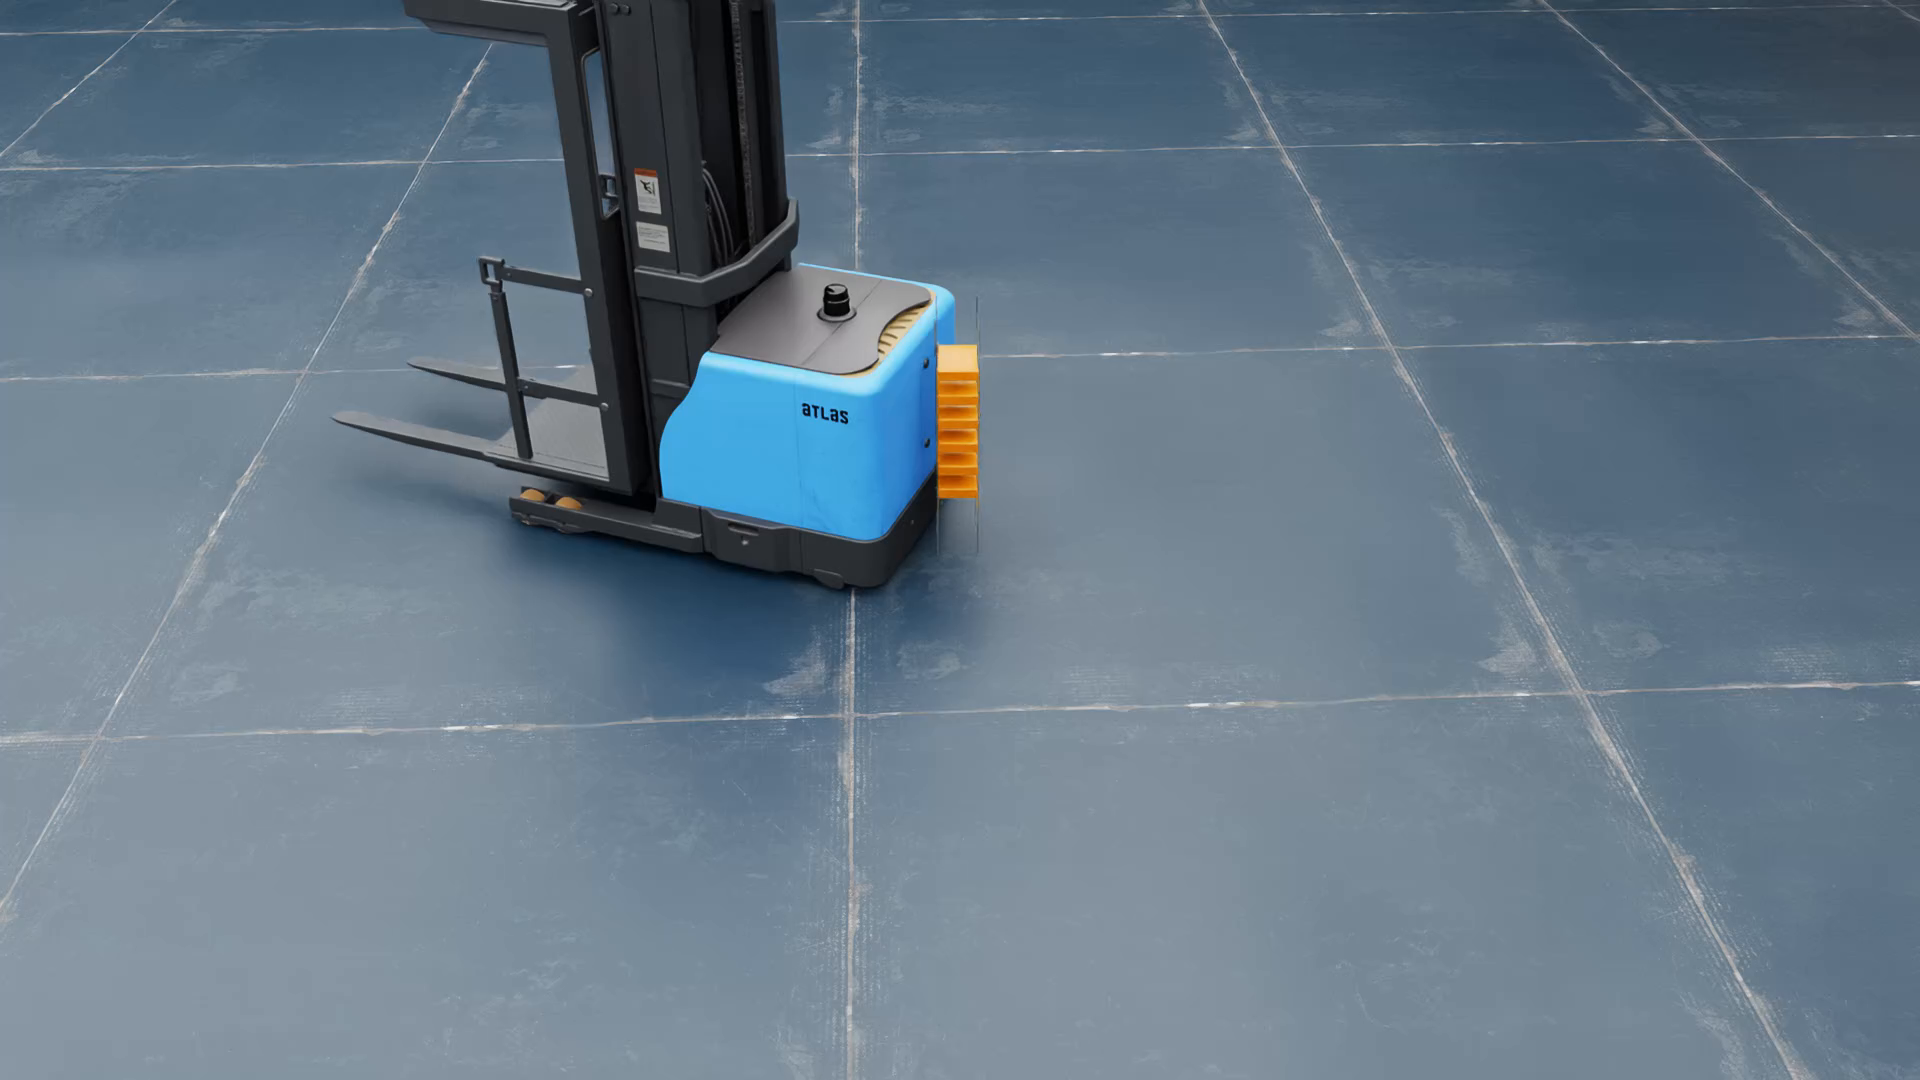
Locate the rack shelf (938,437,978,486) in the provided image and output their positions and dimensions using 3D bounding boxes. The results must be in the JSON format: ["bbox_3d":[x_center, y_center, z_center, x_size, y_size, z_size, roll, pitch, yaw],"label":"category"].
[{"bbox_3d":[-0.009,-0.356,7.499,0.180,0.103,0.258,0,35,0],"label":"rack shelf"}]

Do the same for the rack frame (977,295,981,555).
[{"bbox_3d":[0.082,-0.492,7.406,0.006,1.200,0.240,0,35,0],"label":"rack frame"}]

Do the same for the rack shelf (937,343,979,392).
[{"bbox_3d":[-0.009,-0.751,7.226,0.180,0.103,0.258,0,35,0],"label":"rack shelf"}]

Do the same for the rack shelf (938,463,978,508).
[{"bbox_3d":[-0.009,-0.257,7.567,0.180,0.103,0.258,0,35,0],"label":"rack shelf"}]

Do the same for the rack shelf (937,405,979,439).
[{"bbox_3d":[-0.009,-0.553,7.362,0.180,0.103,0.258,0,35,0],"label":"rack shelf"}]

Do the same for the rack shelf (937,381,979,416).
[{"bbox_3d":[-0.009,-0.652,7.294,0.180,0.103,0.258,0,35,0],"label":"rack shelf"}]

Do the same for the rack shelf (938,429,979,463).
[{"bbox_3d":[-0.009,-0.455,7.431,0.180,0.103,0.258,0,35,0],"label":"rack shelf"}]

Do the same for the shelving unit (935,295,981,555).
[{"bbox_3d":[-0.009,-0.491,7.405,0.189,1.200,0.258,0,35,0],"label":"shelving unit"}]

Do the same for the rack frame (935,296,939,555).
[{"bbox_3d":[-0.101,-0.491,7.405,0.006,1.200,0.240,0,35,0],"label":"rack frame"}]

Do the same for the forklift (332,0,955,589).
[{"bbox_3d":[-1.580,-1.503,7.346,3.031,2.935,1.130,12,36,17],"label":"forklift"}]
